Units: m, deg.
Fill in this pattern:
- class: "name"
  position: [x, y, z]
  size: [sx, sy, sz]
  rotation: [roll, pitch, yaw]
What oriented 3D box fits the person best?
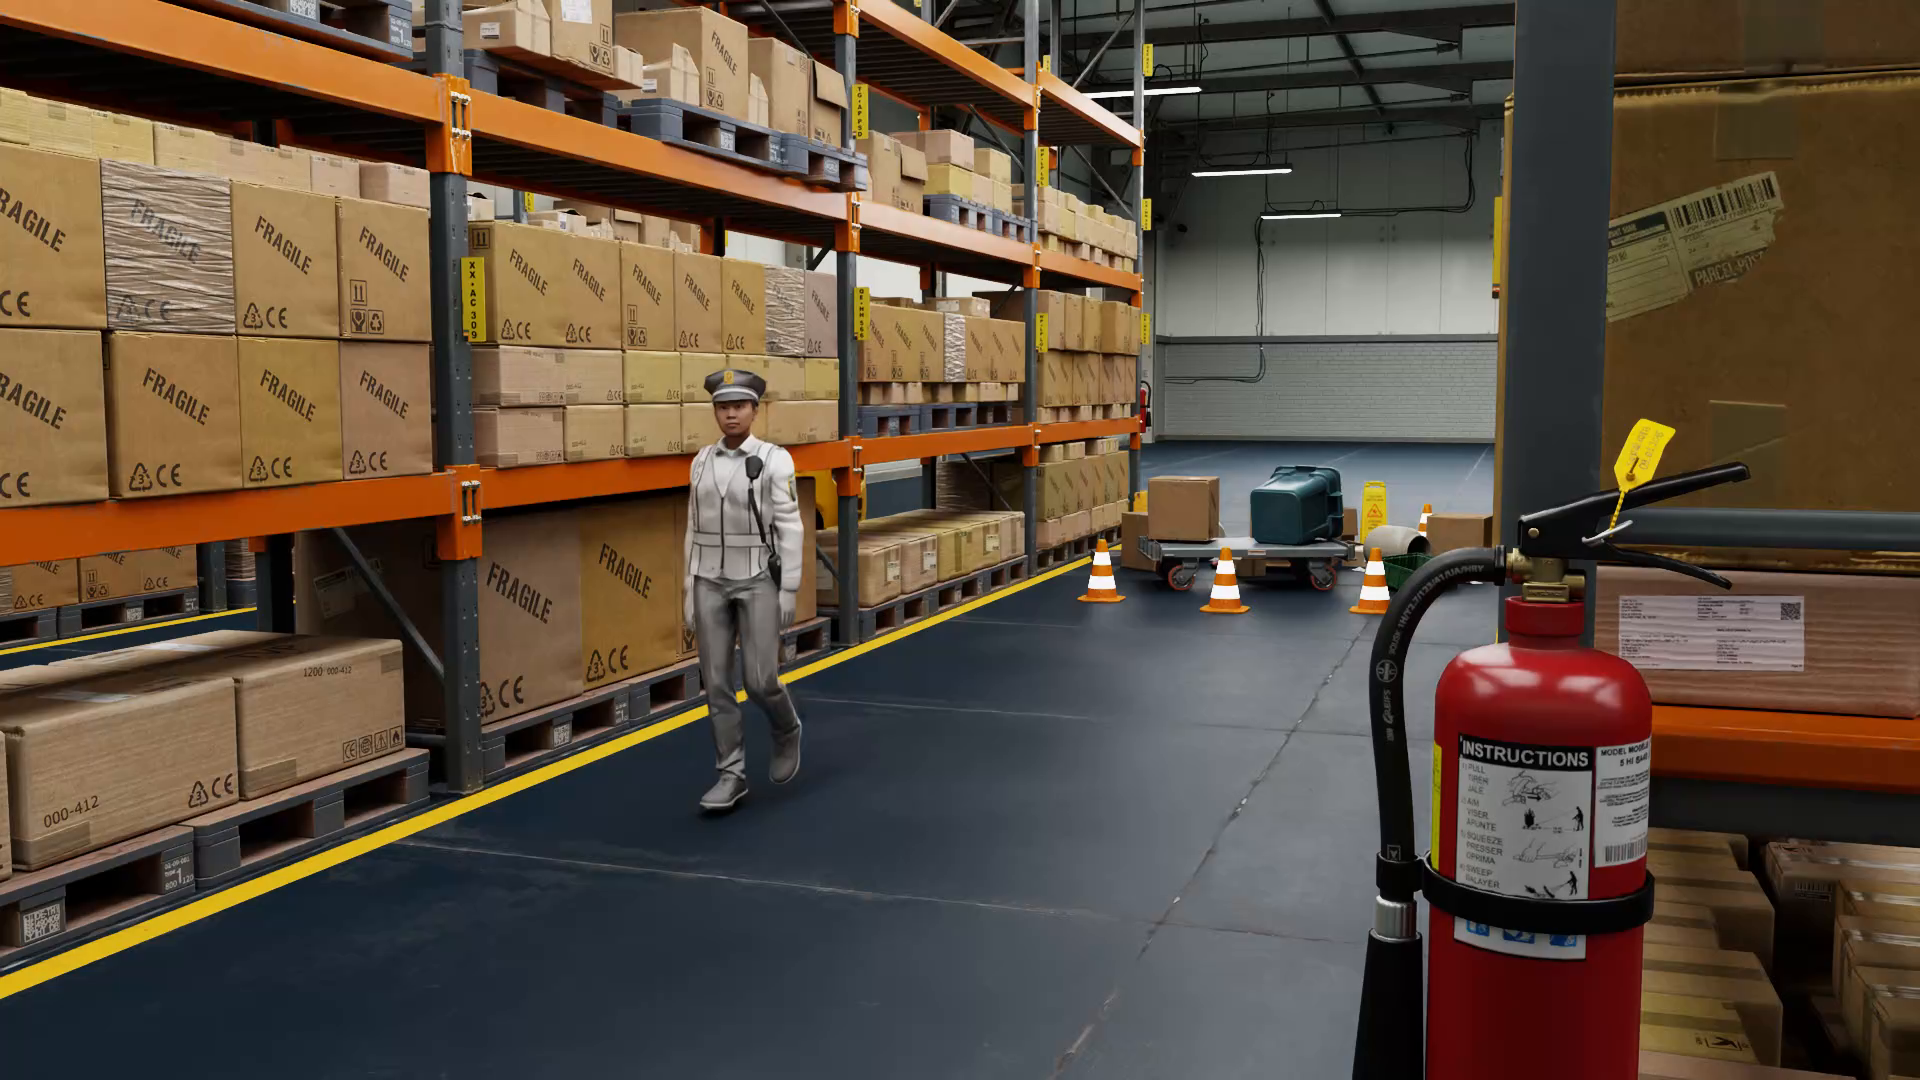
- class: "person"
  position: [-0.855, 0.176, 6.465]
  size: [0.463, 1.679, 0.504]
  rotation: [2, 6, 16]
